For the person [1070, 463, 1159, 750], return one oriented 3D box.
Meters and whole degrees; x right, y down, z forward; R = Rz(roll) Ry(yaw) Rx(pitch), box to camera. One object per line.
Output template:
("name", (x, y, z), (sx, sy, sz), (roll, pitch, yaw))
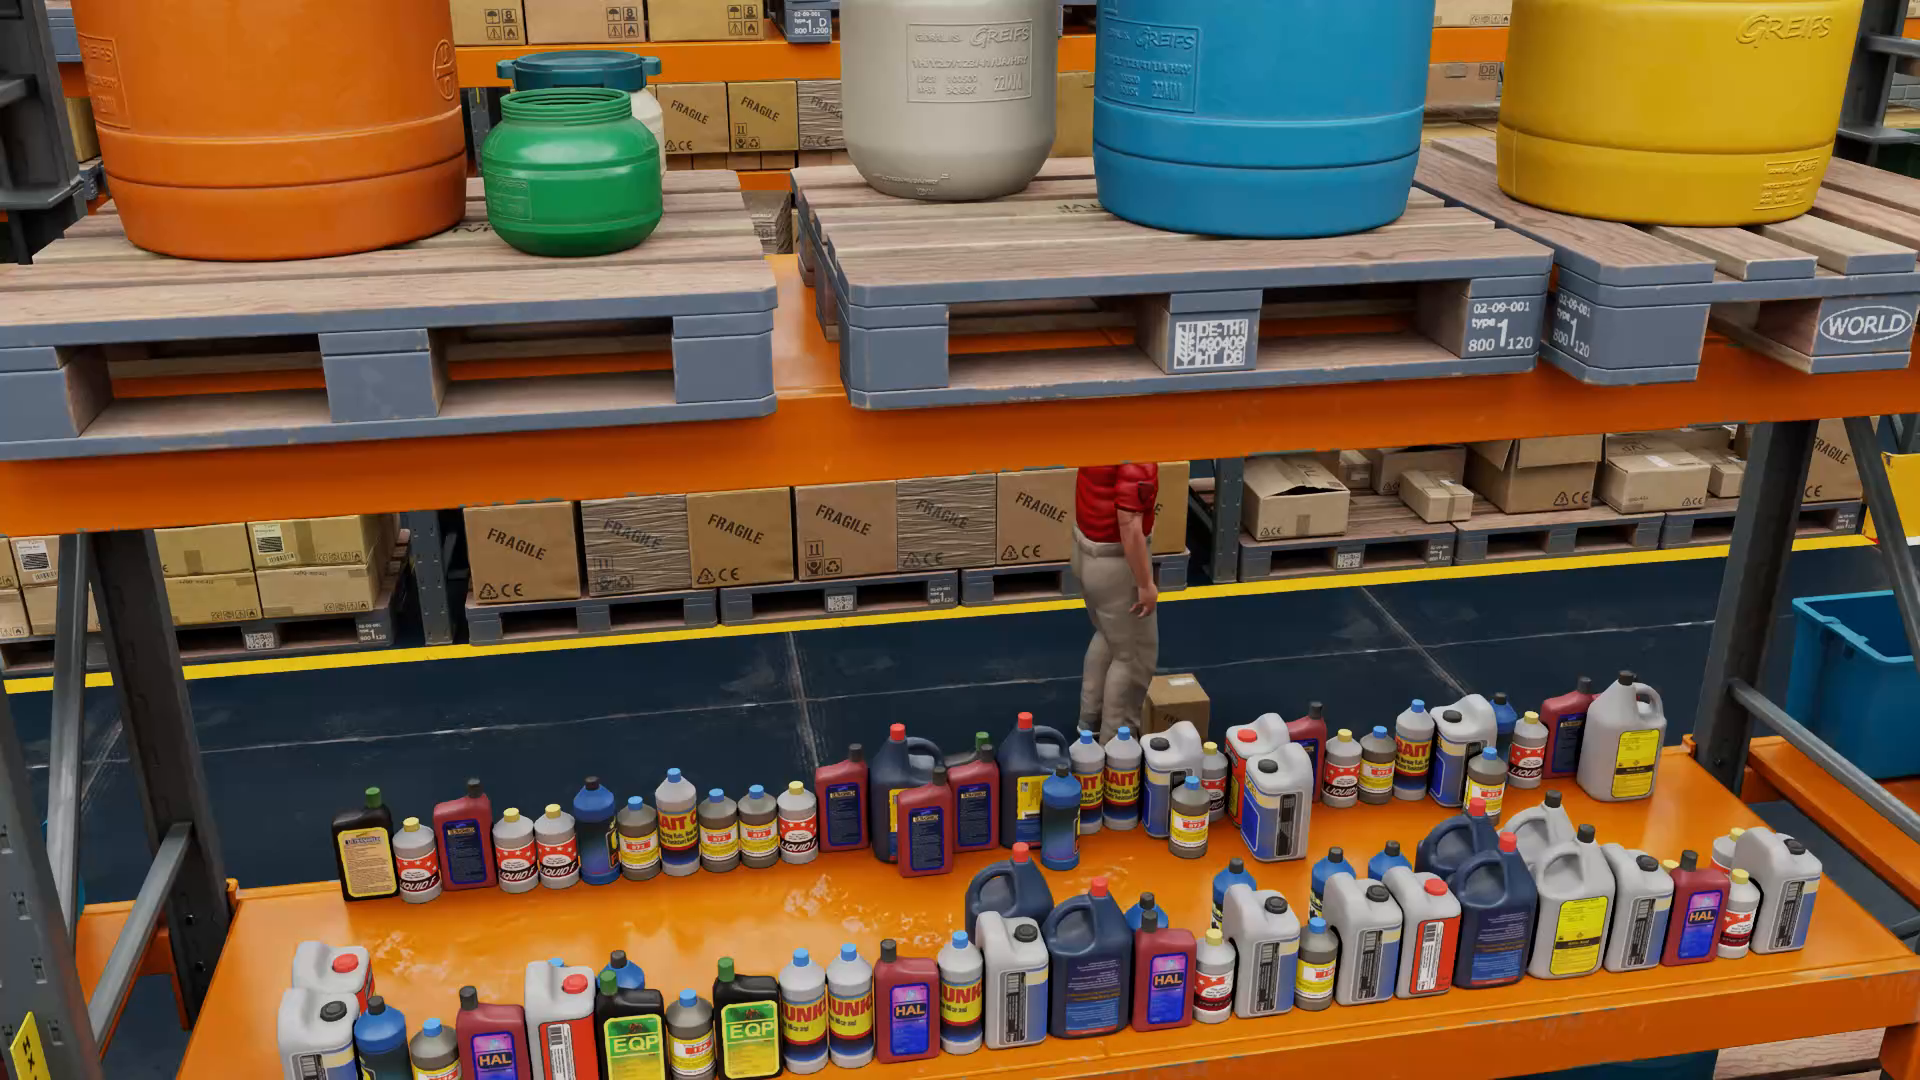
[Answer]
("person", (0.670, 0.097, 6.890), (0.393, 1.725, 0.593), (-5, 24, -12))
